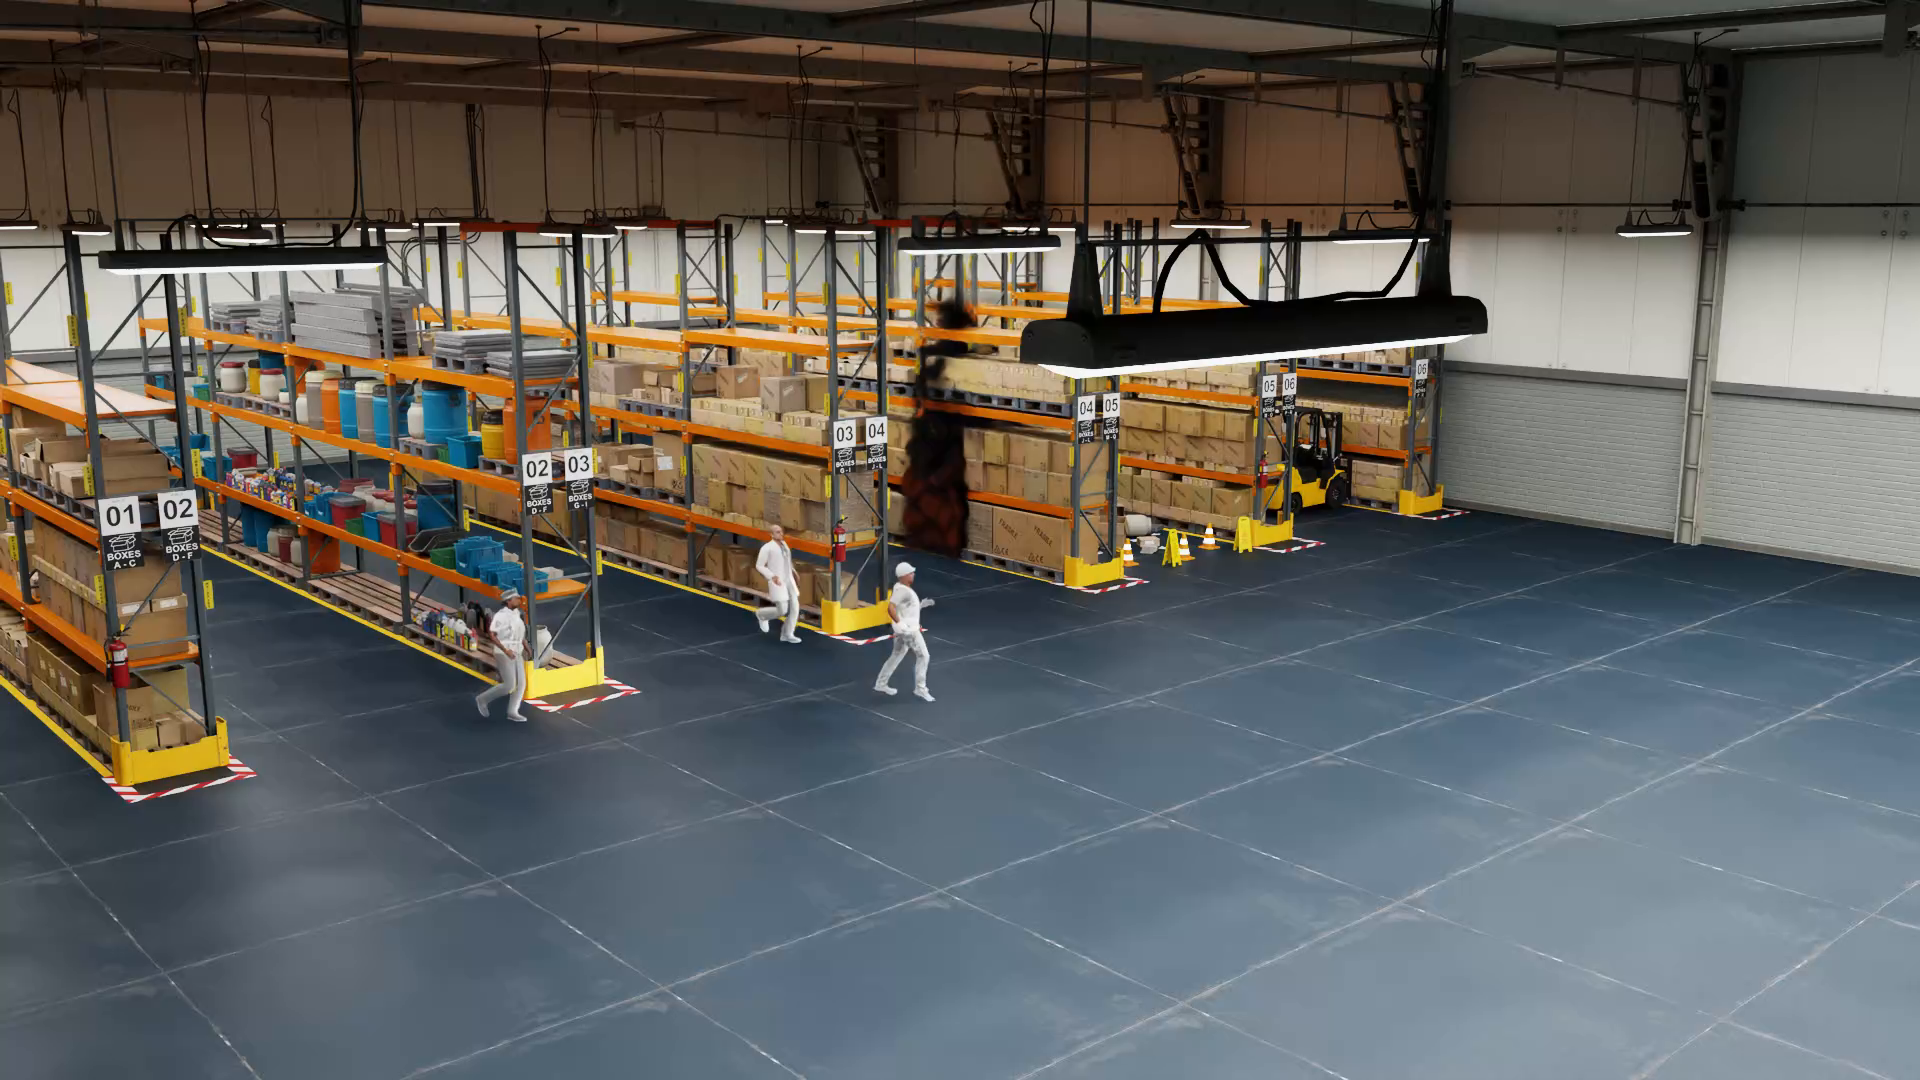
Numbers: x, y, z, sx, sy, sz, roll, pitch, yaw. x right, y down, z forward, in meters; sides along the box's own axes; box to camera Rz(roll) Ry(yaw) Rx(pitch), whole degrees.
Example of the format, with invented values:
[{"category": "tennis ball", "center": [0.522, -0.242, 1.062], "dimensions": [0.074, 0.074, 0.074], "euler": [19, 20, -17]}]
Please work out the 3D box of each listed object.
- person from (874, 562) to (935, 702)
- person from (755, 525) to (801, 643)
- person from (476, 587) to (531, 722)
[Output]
[{"category": "person", "center": [-0.704, 1.196, 21.422], "dimensions": [0.803, 1.846, 0.663], "euler": [-3, 12, -14]}, {"category": "person", "center": [-2.643, 0.631, 24.358], "dimensions": [0.778, 1.721, 0.704], "euler": [9, 14, 37]}, {"category": "person", "center": [-5.650, 1.405, 20.752], "dimensions": [0.654, 1.640, 0.658], "euler": [3, 12, 14]}]
